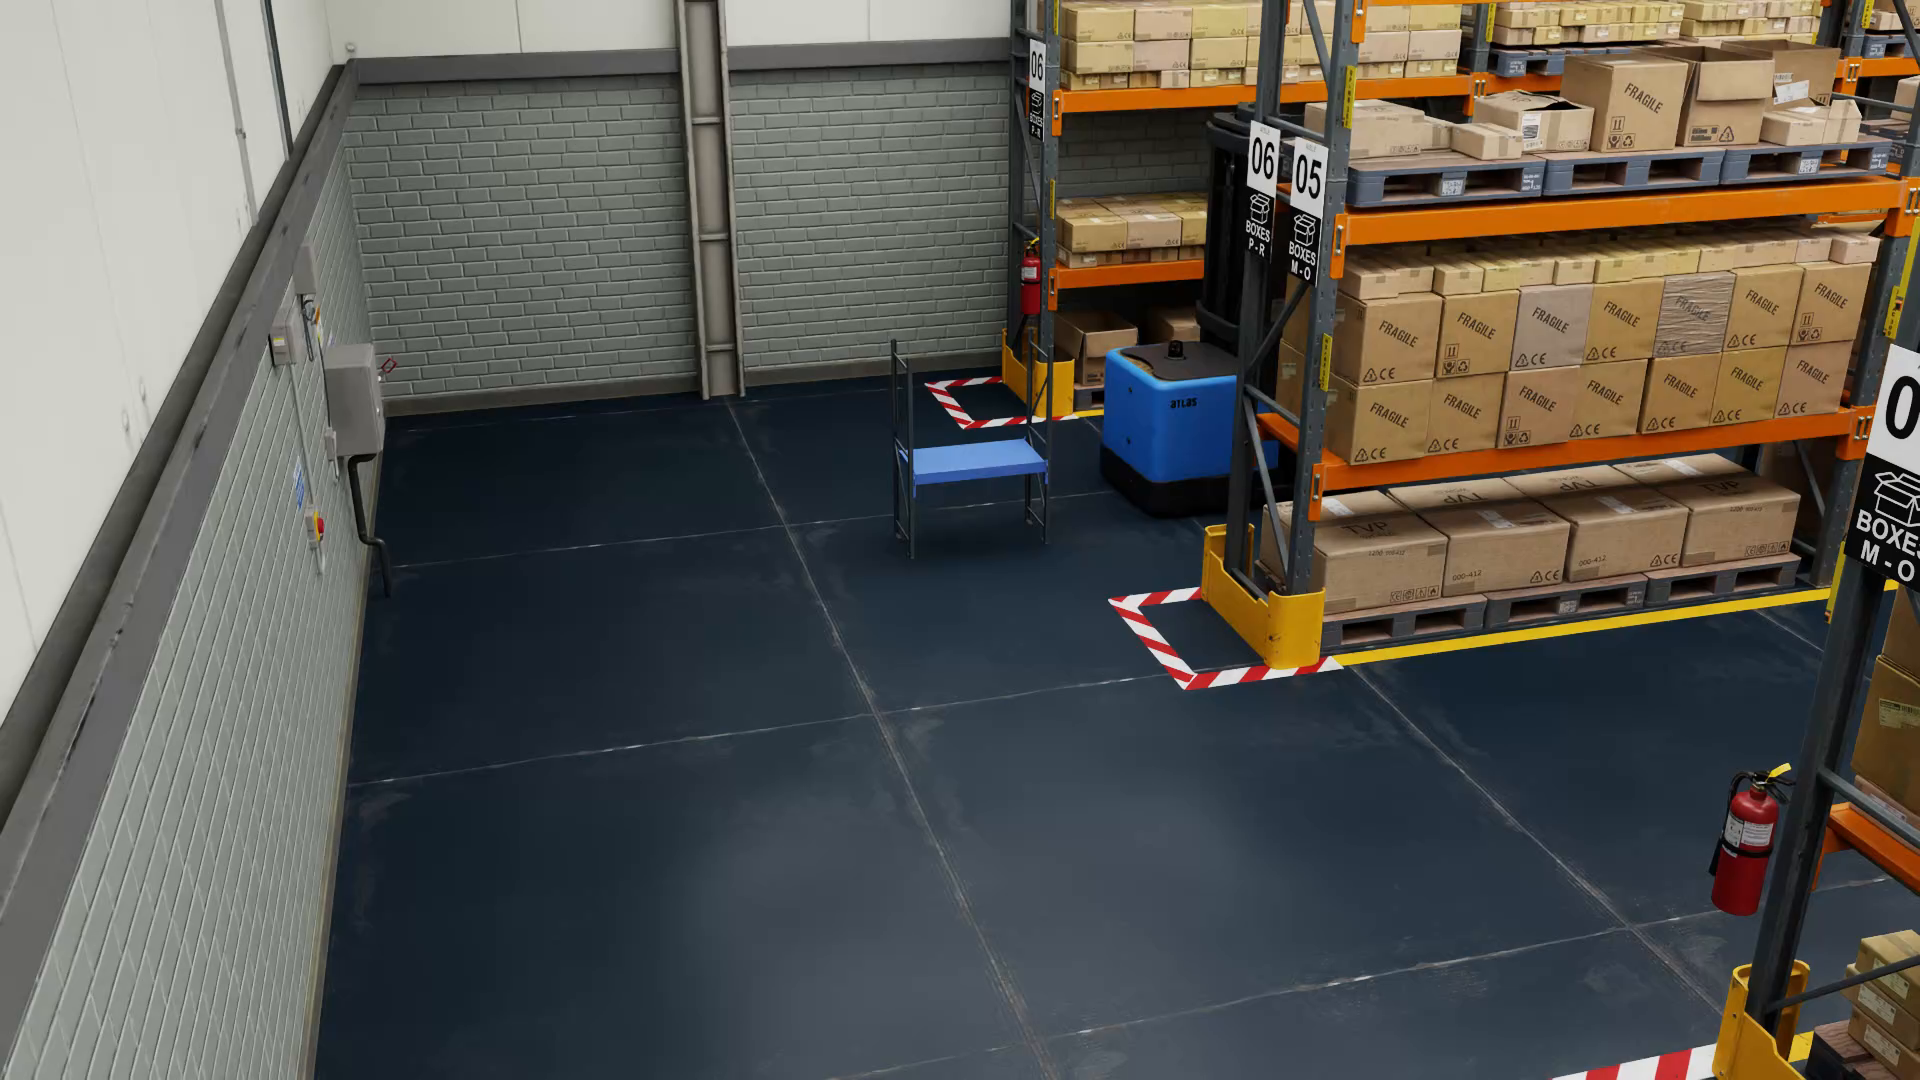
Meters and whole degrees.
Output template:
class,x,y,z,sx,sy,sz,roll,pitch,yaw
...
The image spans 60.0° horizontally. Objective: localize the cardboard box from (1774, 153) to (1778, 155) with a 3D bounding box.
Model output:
class,x,y,z,sx,sy,sz,roll,pitch,yaw
cardboard box,7.795,-3.785,16.608,0.500,0.500,0.500,-5,24,-12

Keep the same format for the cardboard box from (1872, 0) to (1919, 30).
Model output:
class,x,y,z,sx,sy,sz,roll,pitch,yaw
cardboard box,9.096,-5.190,15.951,0.500,0.500,0.500,-6,24,-14

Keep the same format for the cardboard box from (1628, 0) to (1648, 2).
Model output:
class,x,y,z,sx,sy,sz,roll,pitch,yaw
cardboard box,6.216,-5.005,15.588,0.250,0.149,0.380,-6,24,-13

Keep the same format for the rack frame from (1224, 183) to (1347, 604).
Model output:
class,x,y,z,sx,sy,sz,roll,pitch,yaw
rack frame,1.975,-0.806,10.324,0.127,3.000,1.000,-6,24,-14

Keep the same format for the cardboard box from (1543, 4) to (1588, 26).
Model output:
class,x,y,z,sx,sy,sz,roll,pitch,yaw
cardboard box,5.381,-4.686,14.845,0.250,0.149,0.380,-7,24,-15

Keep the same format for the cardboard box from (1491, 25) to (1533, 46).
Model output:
class,x,y,z,sx,sy,sz,roll,pitch,yaw
cardboard box,4.877,-4.499,14.785,0.250,0.149,0.380,-6,24,-14

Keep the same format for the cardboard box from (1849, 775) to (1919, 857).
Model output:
class,x,y,z,sx,sy,sz,roll,pitch,yaw
cardboard box,3.647,1.036,6.349,0.250,0.149,0.380,-6,24,-14

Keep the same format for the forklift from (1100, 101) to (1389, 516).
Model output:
class,x,y,z,sx,sy,sz,roll,pitch,yaw
forklift,2.698,-1.869,12.889,3.031,2.935,1.130,-8,24,-18

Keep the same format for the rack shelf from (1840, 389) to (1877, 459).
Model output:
class,x,y,z,sx,sy,sz,roll,pitch,yaw
rack shelf,7.752,-1.114,11.955,4.000,0.370,1.077,-6,24,-14

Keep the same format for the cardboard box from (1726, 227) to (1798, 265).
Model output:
class,x,y,z,sx,sy,sz,roll,pitch,yaw
cardboard box,5.090,-1.872,10.591,0.250,0.149,0.380,-6,24,-14

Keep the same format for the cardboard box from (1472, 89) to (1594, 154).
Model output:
class,x,y,z,sx,sy,sz,roll,pitch,yaw
cardboard box,3.429,-2.523,9.974,0.500,0.311,0.500,-6,24,-13

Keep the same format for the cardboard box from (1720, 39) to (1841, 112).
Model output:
class,x,y,z,sx,sy,sz,roll,pitch,yaw
cardboard box,5.203,-2.912,10.643,0.500,0.500,0.500,-6,24,-13

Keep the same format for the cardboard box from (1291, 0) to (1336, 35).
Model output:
class,x,y,z,sx,sy,sz,roll,pitch,yaw
cardboard box,3.084,-4.538,14.398,0.500,0.250,0.500,-6,24,-13

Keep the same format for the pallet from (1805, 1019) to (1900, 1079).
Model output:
class,x,y,z,sx,sy,sz,roll,pitch,yaw
pallet,4.274,2.263,6.708,1.213,0.211,1.003,-6,24,-14

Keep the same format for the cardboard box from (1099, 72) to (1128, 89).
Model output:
class,x,y,z,sx,sy,sz,roll,pitch,yaw
cardboard box,1.245,-3.936,14.134,0.250,0.149,0.380,-6,24,-13

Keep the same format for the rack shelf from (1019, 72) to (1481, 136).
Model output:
class,x,y,z,sx,sy,sz,roll,pitch,yaw
rack shelf,2.556,-3.951,14.761,4.000,0.370,1.077,-6,24,-14

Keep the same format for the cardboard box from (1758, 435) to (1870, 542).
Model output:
class,x,y,z,sx,sy,sz,roll,pitch,yaw
cardboard box,6.401,-0.545,11.877,0.875,0.875,0.875,-6,24,-13

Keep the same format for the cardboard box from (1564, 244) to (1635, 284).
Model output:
class,x,y,z,sx,sy,sz,roll,pitch,yaw
cardboard box,3.896,-1.691,10.170,0.250,0.149,0.380,-7,24,-16

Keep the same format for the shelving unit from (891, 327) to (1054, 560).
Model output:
class,x,y,z,sx,sy,sz,roll,pitch,yaw
shelving unit,0.082,-0.698,11.975,1.048,1.500,0.538,-6,24,-14

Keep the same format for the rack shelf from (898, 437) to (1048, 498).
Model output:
class,x,y,z,sx,sy,sz,roll,pitch,yaw
rack shelf,0.082,-0.533,12.046,1.000,0.185,0.538,-6,24,-14

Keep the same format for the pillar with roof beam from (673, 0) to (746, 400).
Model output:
class,x,y,z,sx,sy,sz,roll,pitch,yaw
pillar with roof beam,-1.046,-3.867,9.851,0.400,9.000,9.100,-6,24,-14

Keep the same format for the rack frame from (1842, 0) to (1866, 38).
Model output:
class,x,y,z,sx,sy,sz,roll,pitch,yaw
rack frame,8.333,-6.299,15.518,0.127,3.000,1.000,-6,24,-14

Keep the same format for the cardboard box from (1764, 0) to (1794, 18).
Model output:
class,x,y,z,sx,sy,sz,roll,pitch,yaw
cardboard box,7.558,-4.987,15.572,0.250,0.149,0.380,-7,24,-16

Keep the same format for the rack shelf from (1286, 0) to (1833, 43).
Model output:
class,x,y,z,sx,sy,sz,roll,pitch,yaw
rack shelf,3.900,-3.261,9.858,4.000,0.370,1.077,-6,24,-14

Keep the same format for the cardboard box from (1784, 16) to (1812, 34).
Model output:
class,x,y,z,sx,sy,sz,roll,pitch,yaw
cardboard box,7.802,-4.885,15.712,0.250,0.149,0.380,-7,24,-16

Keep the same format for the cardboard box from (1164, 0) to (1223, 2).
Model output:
class,x,y,z,sx,sy,sz,roll,pitch,yaw
cardboard box,1.977,-4.633,14.618,0.500,0.250,0.500,-6,24,-14

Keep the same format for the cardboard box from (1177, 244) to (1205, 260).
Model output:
class,x,y,z,sx,sy,sz,roll,pitch,yaw
cardboard box,2.011,-2.625,14.882,0.250,0.149,0.380,-6,24,-14

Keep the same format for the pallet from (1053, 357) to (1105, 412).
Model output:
class,x,y,z,sx,sy,sz,roll,pitch,yaw
pallet,1.471,-1.502,15.482,1.213,0.211,1.003,-6,24,-14

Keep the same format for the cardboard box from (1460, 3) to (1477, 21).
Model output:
class,x,y,z,sx,sy,sz,roll,pitch,yaw
cardboard box,4.739,-4.831,15.182,0.250,0.149,0.380,-7,24,-15

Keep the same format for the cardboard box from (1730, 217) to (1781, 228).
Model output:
class,x,y,z,sx,sy,sz,roll,pitch,yaw
cardboard box,5.210,-2.067,11.045,0.250,0.149,0.380,-6,24,-14

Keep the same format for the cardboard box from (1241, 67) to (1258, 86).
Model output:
class,x,y,z,sx,sy,sz,roll,pitch,yaw
cardboard box,2.502,-4.025,14.341,0.250,0.149,0.380,-6,24,-14

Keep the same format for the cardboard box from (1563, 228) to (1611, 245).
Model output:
class,x,y,z,sx,sy,sz,roll,pitch,yaw
cardboard box,3.981,-1.945,10.762,0.250,0.149,0.380,-6,24,-14

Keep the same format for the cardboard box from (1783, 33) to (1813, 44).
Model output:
class,x,y,z,sx,sy,sz,roll,pitch,yaw
cardboard box,7.904,-4.705,15.796,0.500,0.250,0.500,-7,24,-16

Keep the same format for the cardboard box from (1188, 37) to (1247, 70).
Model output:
class,x,y,z,sx,sy,sz,roll,pitch,yaw
cardboard box,2.111,-4.191,14.223,0.500,0.250,0.500,-7,24,-16

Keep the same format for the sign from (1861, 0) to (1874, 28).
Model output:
class,x,y,z,sx,sy,sz,roll,pitch,yaw
sign,8.478,-4.952,15.526,0.005,0.325,0.100,-6,24,-14

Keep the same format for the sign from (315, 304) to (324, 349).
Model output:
class,x,y,z,sx,sy,sz,roll,pitch,yaw
sign,-4.059,-1.346,10.535,0.001,0.242,0.339,-6,24,-14

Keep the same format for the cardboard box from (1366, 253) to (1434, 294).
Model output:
class,x,y,z,sx,sy,sz,roll,pitch,yaw
cardboard box,2.624,-1.597,9.950,0.250,0.149,0.380,-6,24,-13

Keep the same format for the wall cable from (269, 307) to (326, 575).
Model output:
class,x,y,z,sx,sy,sz,roll,pitch,yaw
wall cable,-3.448,-0.677,8.697,0.123,1.953,0.585,-6,24,-14

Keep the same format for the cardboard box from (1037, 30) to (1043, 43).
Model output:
class,x,y,z,sx,sy,sz,roll,pitch,yaw
cardboard box,0.985,-4.287,14.445,0.500,0.250,0.500,-7,24,-15

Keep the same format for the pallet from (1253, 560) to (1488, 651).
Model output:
class,x,y,z,sx,sy,sz,roll,pitch,yaw
pallet,2.723,0.361,11.141,1.213,0.211,1.003,-6,24,-14

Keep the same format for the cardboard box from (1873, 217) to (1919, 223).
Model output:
class,x,y,z,sx,sy,sz,roll,pitch,yaw
cardboard box,6.685,-1.938,11.568,0.500,0.500,0.500,-6,24,-13

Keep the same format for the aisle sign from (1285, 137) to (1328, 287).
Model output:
class,x,y,z,sx,sy,sz,roll,pitch,yaw
aisle sign,1.984,-1.883,9.536,0.004,0.787,0.394,-6,24,-14

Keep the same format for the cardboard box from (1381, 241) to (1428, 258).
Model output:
class,x,y,z,sx,sy,sz,roll,pitch,yaw
cardboard box,2.730,-1.819,10.468,0.250,0.149,0.380,-7,24,-15

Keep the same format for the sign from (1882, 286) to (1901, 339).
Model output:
class,x,y,z,sx,sy,sz,roll,pitch,yaw
sign,5.977,-1.455,10.640,0.005,0.325,0.100,-6,24,-14

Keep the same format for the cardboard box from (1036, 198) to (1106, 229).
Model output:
class,x,y,z,sx,sy,sz,roll,pitch,yaw
cardboard box,1.002,-2.907,15.034,0.500,0.250,0.500,-6,24,-13

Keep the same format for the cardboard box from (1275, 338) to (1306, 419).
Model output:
class,x,y,z,sx,sy,sz,roll,pitch,yaw
cardboard box,2.368,-1.003,10.658,0.500,0.500,0.500,-6,24,-14

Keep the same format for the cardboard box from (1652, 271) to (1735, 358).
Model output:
class,x,y,z,sx,sy,sz,roll,pitch,yaw
cardboard box,4.468,-1.473,10.485,0.500,0.500,0.500,-6,24,-14

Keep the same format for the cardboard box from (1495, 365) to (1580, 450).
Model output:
class,x,y,z,sx,sy,sz,roll,pitch,yaw
cardboard box,3.489,-0.906,10.430,0.500,0.500,0.500,-6,24,-15

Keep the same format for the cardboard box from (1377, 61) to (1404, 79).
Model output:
class,x,y,z,sx,sy,sz,roll,pitch,yaw
cardboard box,3.718,-4.178,14.698,0.250,0.149,0.380,-6,24,-13

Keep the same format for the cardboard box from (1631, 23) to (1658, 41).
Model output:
class,x,y,z,sx,sy,sz,roll,pitch,yaw
cardboard box,6.106,-4.632,15.096,0.250,0.149,0.380,-6,24,-13
